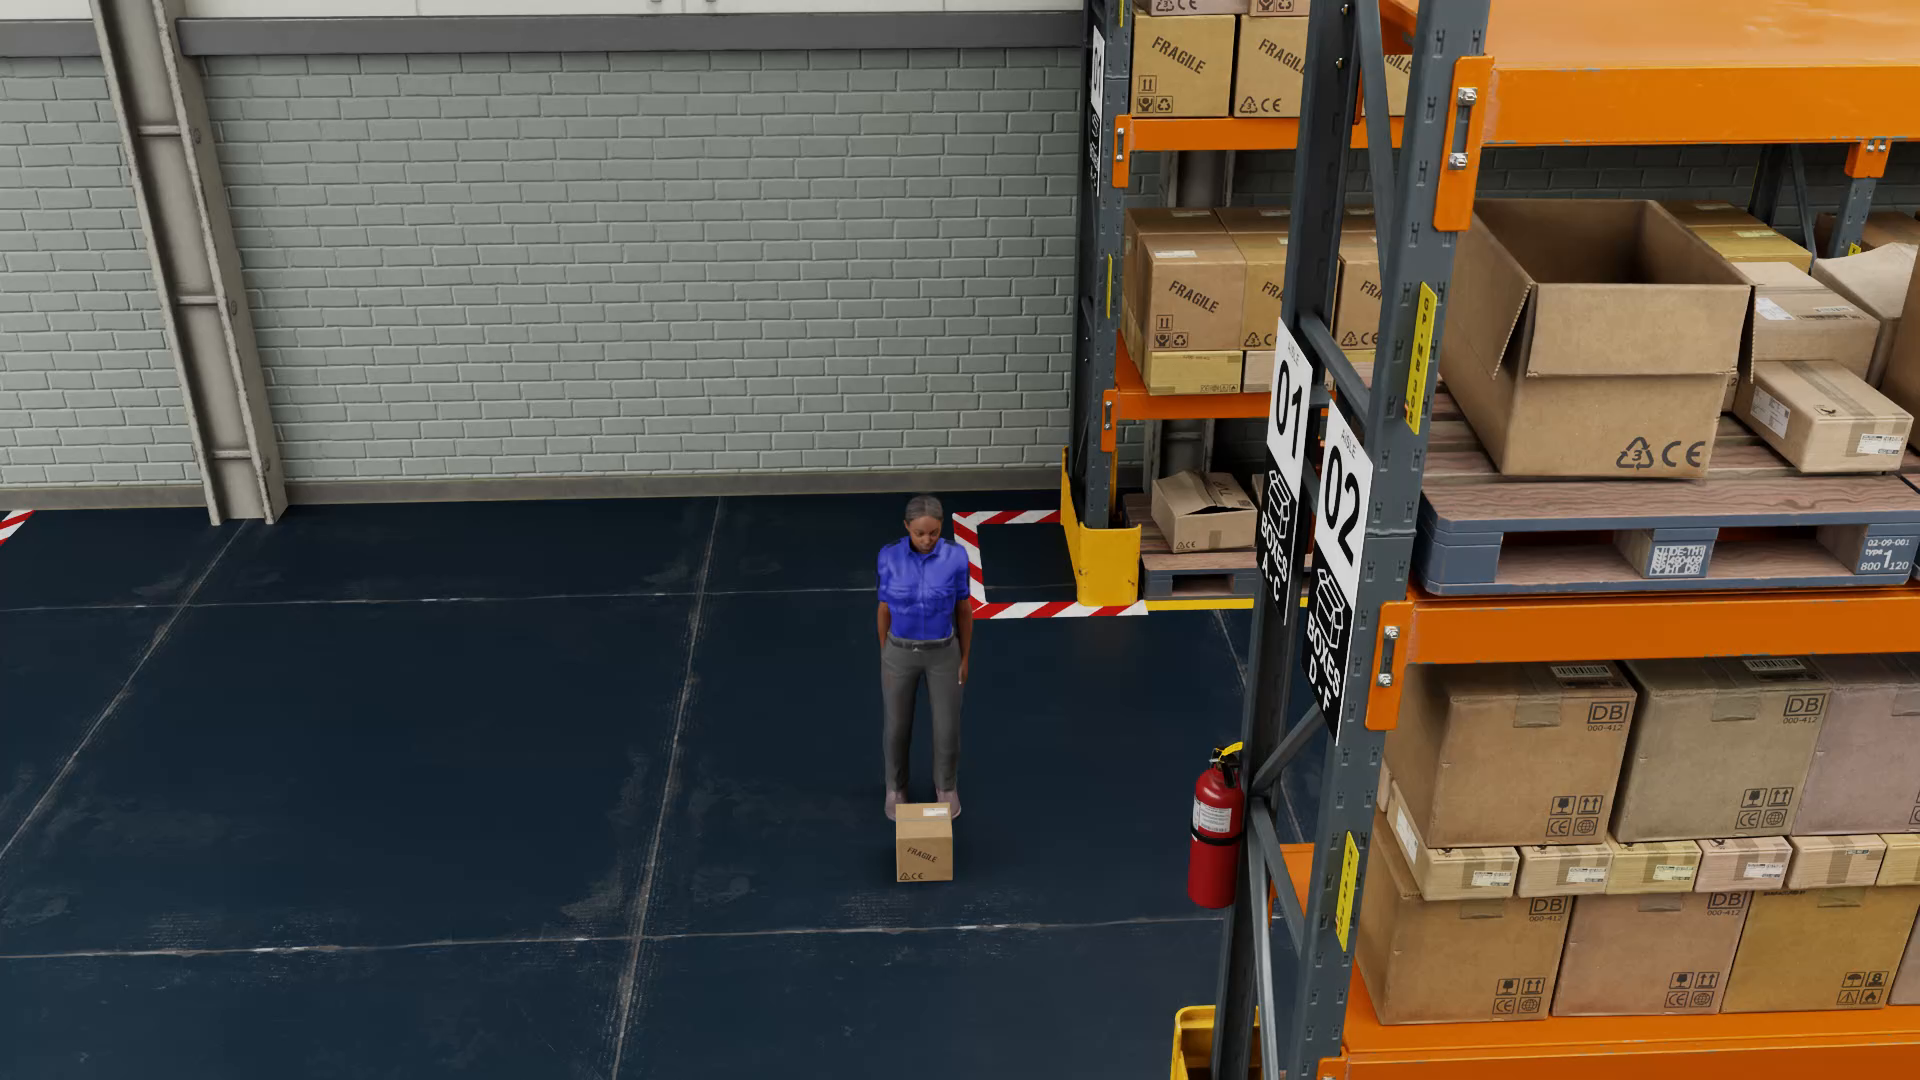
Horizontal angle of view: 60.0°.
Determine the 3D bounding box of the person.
[{"bbox_3d":[-0.159,0.544,7.614,0.438,1.666,0.308,-1,28,-2],"label":"person"}]
